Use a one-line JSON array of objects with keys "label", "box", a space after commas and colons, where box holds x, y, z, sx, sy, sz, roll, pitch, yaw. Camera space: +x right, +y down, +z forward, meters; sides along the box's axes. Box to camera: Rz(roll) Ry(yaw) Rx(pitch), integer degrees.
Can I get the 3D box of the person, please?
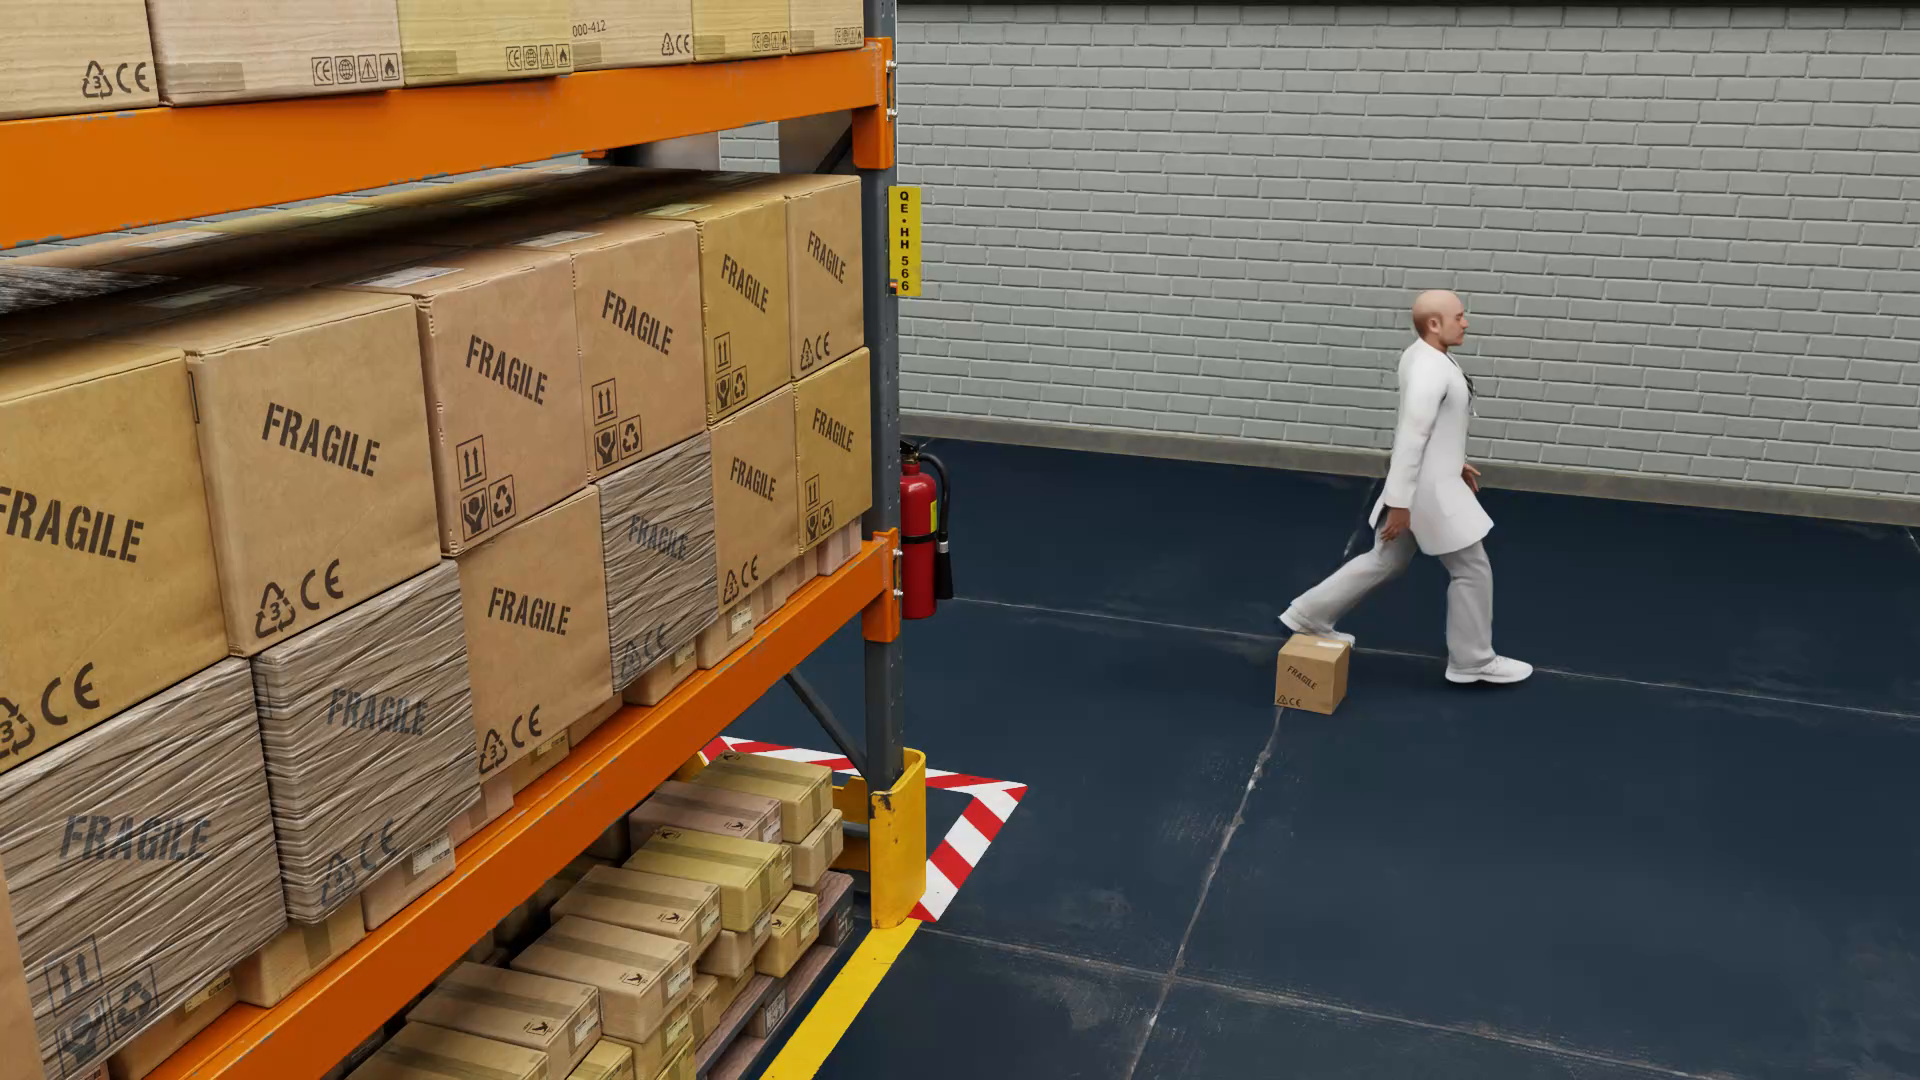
[{"label": "person", "box": [2.025, -0.237, 7.274, 1.052, 1.733, 0.598, 1, 18, 4]}]
